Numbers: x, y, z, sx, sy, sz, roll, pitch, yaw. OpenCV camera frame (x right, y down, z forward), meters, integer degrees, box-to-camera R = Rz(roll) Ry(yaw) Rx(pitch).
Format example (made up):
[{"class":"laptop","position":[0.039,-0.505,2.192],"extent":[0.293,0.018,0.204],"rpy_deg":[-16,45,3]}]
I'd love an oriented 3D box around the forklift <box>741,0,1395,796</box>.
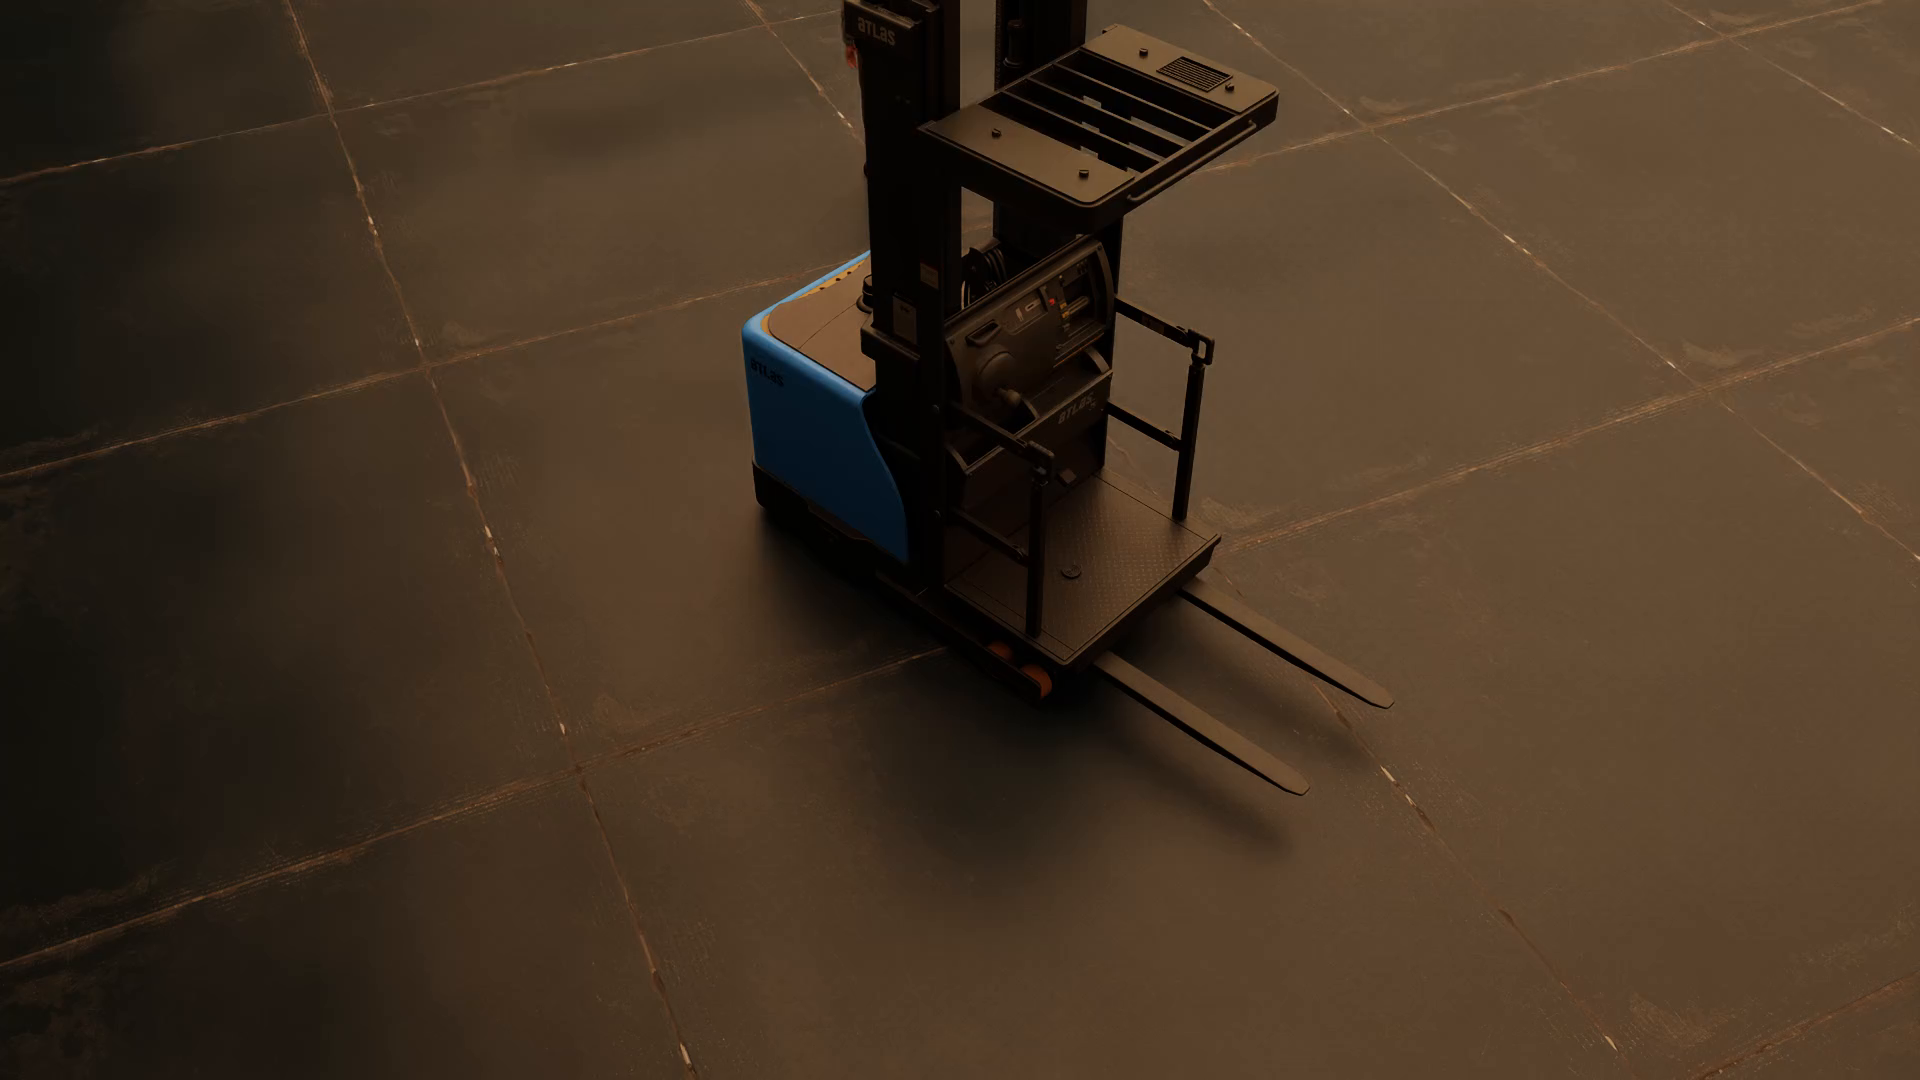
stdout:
[{"class":"forklift","position":[0.445,-0.788,6.525],"extent":[3.031,2.935,1.130],"rpy_deg":[32,52,30]}]

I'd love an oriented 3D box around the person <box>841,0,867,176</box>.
[{"class":"person","position":[-0.385,-2.836,9.607],"extent":[0.581,1.721,0.413],"rpy_deg":[-4,43,-4]}]
